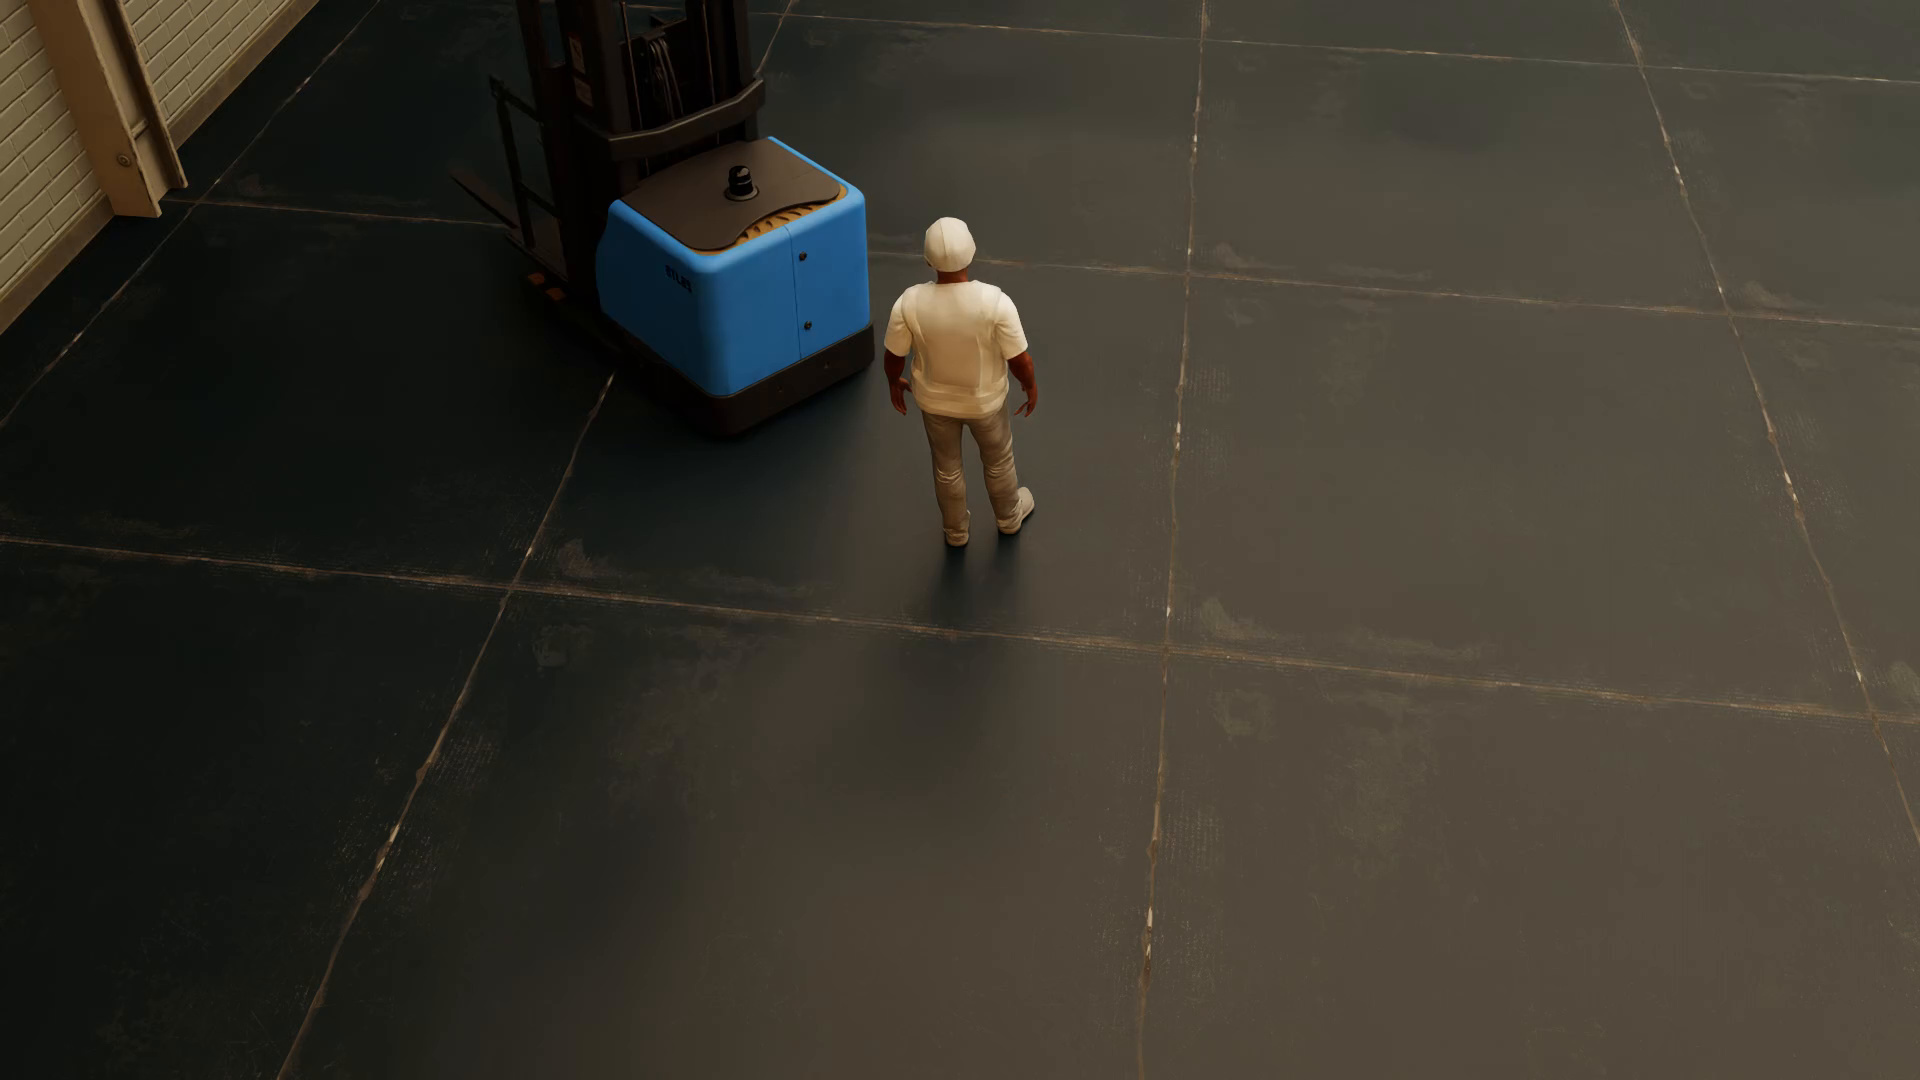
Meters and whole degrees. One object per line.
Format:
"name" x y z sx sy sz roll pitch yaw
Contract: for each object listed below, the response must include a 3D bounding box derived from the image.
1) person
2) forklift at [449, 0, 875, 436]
"person" 0.016 -0.702 7.338 0.665 1.765 0.577 5 43 6
"forklift" -1.810 -2.519 8.466 1.130 2.935 3.031 -31 51 -29
